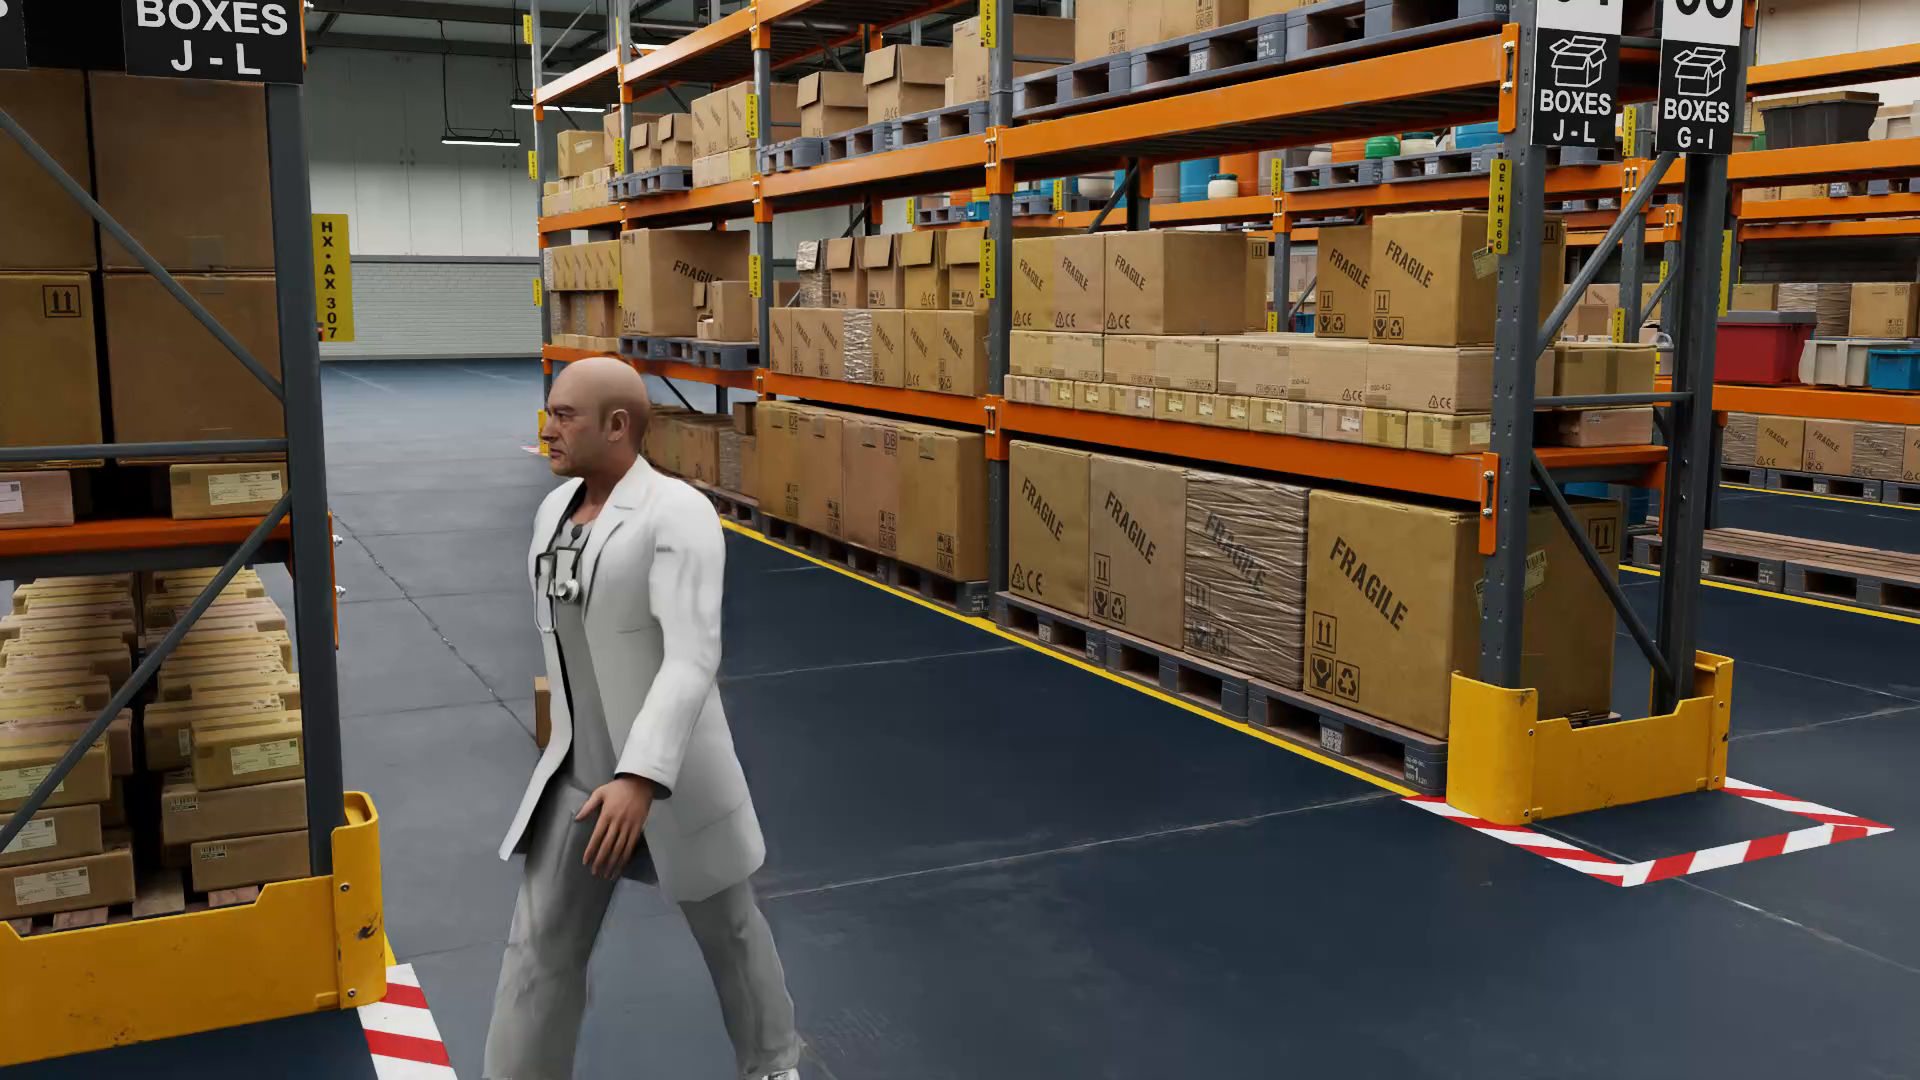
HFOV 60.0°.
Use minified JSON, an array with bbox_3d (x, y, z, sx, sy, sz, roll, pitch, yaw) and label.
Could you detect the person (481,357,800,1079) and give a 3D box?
[{"bbox_3d":[-0.727,0.488,3.460,0.624,1.725,1.025,5,10,29],"label":"person"}]
